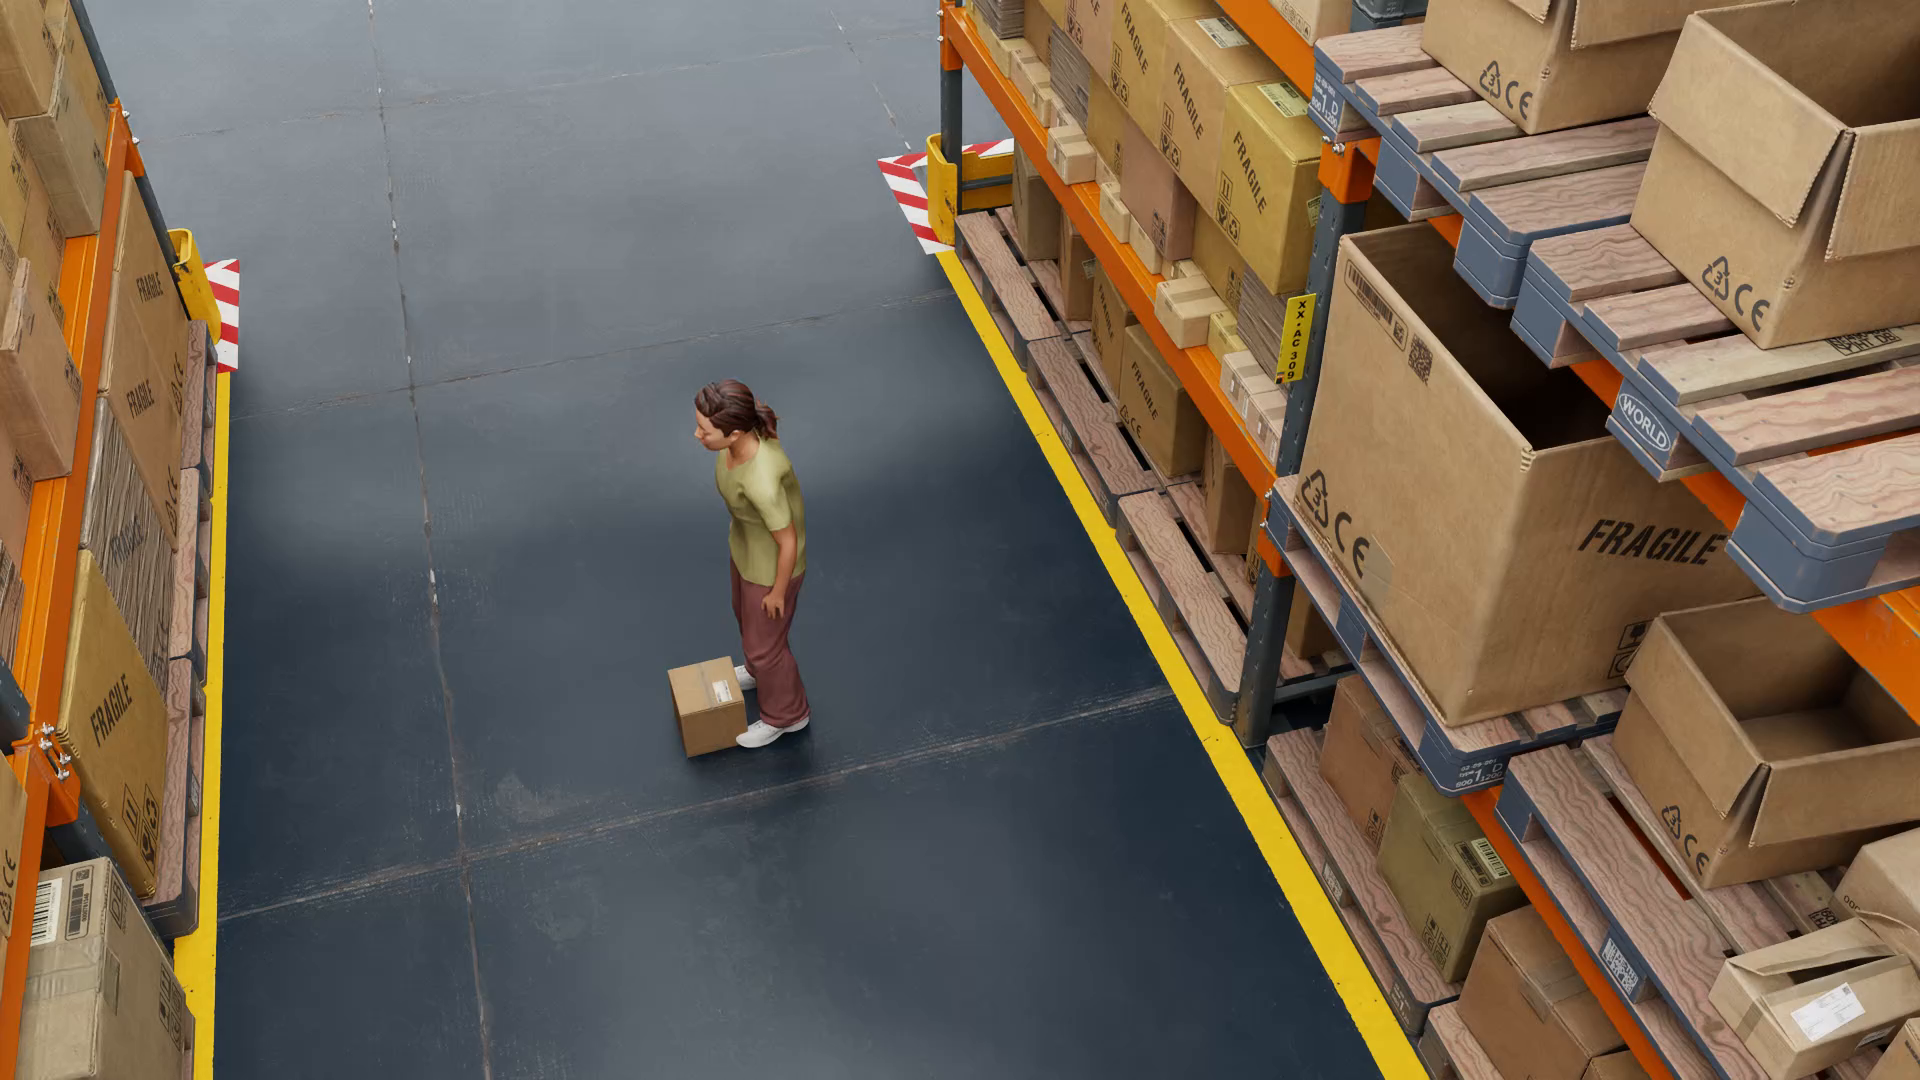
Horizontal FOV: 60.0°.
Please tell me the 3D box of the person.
[{"bbox_3d":[-0.747,0.075,6.081,0.366,1.671,0.519,-15,44,-15],"label":"person"}]
